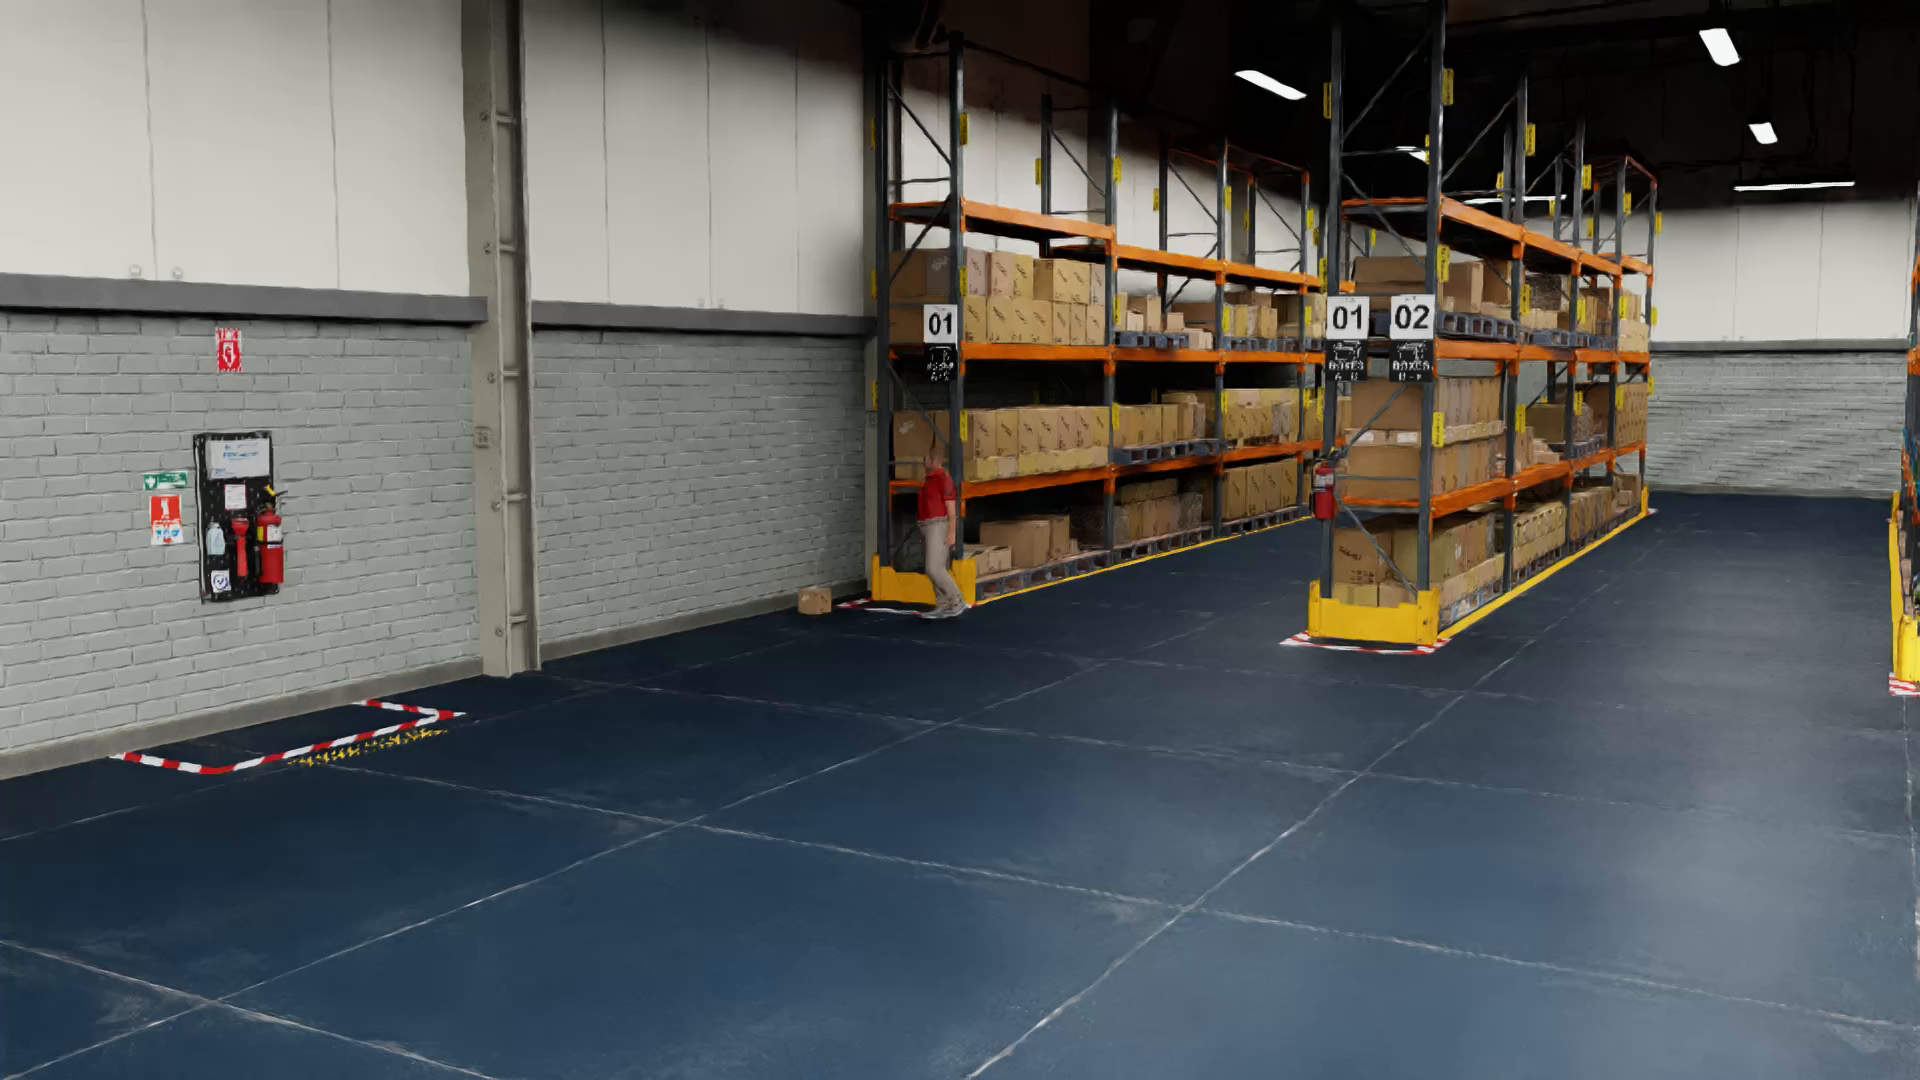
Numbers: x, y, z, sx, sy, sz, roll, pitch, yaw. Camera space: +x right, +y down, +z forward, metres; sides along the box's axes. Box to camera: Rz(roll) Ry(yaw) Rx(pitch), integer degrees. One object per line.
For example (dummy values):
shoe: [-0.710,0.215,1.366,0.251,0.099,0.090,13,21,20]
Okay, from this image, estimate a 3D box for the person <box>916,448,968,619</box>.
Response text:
person: [-0.193,-0.061,16.766,0.467,1.725,0.659,-2,6,-19]
